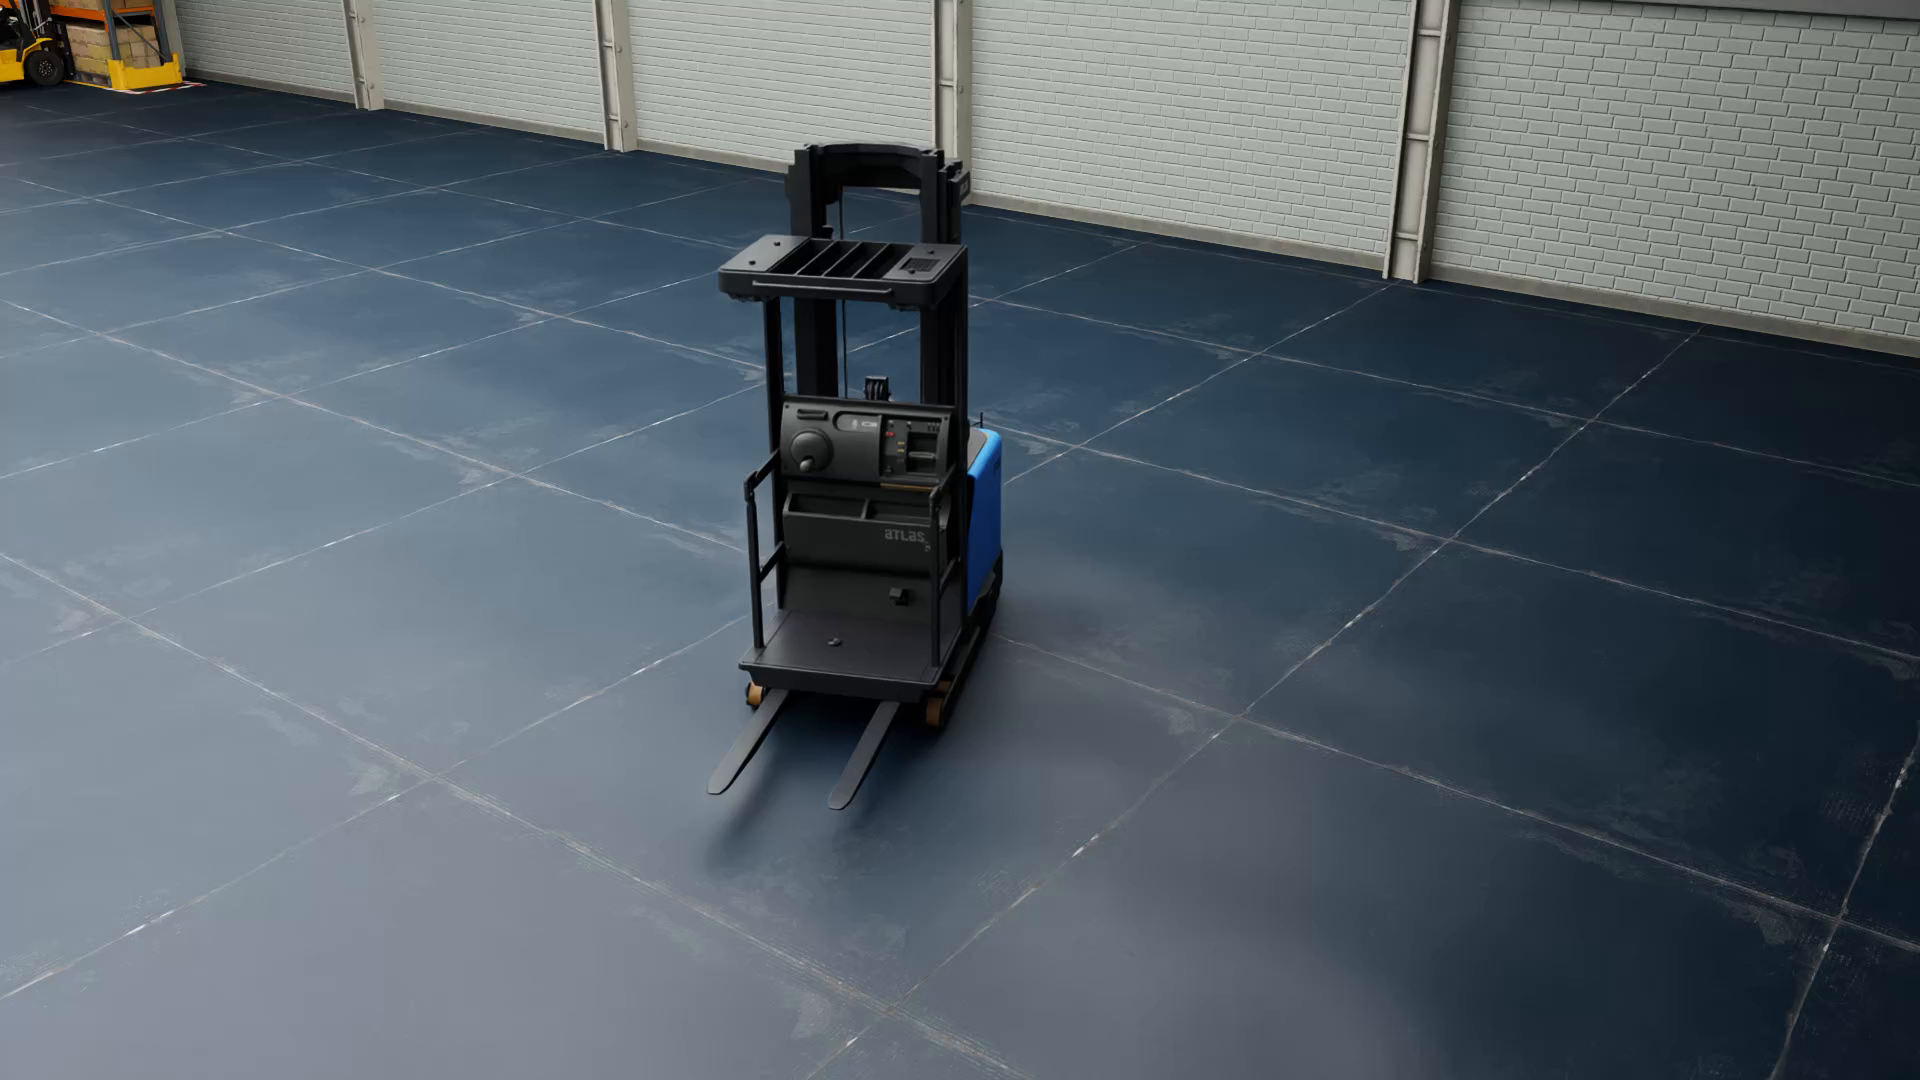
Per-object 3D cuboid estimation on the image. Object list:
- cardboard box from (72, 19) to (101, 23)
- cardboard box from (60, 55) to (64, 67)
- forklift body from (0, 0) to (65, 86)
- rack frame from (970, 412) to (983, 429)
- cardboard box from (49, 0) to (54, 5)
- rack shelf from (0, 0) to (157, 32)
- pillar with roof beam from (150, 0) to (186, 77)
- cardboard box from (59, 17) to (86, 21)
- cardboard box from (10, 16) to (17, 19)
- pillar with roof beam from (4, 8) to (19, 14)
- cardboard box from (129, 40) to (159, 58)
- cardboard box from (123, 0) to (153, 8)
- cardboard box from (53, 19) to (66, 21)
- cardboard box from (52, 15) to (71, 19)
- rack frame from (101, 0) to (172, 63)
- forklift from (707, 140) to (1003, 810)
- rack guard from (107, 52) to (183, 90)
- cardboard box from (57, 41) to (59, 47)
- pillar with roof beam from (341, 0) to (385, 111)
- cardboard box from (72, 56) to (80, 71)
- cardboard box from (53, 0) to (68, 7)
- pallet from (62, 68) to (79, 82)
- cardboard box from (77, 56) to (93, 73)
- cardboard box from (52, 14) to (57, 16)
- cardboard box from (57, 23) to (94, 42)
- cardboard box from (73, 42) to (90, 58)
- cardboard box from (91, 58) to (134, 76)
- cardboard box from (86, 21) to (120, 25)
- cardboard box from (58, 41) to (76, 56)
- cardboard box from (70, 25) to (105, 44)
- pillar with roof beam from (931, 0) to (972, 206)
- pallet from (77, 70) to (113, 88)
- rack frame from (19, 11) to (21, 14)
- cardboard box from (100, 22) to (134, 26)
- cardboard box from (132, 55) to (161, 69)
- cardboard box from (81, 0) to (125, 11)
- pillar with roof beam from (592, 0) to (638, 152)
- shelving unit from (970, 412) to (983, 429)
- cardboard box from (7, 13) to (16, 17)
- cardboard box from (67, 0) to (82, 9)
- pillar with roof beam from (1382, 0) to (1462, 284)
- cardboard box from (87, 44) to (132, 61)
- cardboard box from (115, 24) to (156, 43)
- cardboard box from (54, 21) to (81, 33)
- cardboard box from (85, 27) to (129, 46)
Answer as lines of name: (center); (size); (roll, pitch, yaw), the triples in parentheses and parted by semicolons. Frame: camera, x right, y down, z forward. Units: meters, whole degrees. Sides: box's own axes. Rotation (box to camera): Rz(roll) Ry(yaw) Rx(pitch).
cardboard box: (-15.962, -9.421, 30.562); (0.500, 0.250, 0.500); (16, 28, 32)
cardboard box: (-16.271, -8.794, 30.377); (0.500, 0.250, 0.500); (18, 29, 35)
forklift body: (-17.101, -8.964, 28.927); (1.214, 2.155, 2.313); (17, 29, 33)
rack frame: (0.075, -0.389, 11.017); (0.006, 0.900, 0.240); (17, 29, 33)
cardboard box: (-16.269, -9.933, 29.949); (0.500, 0.500, 0.500); (17, 29, 34)
rack shelf: (-16.090, -9.637, 30.294); (4.000, 0.370, 1.077); (17, 29, 33)
pillar with roof beam: (-17.088, -11.298, 25.731); (0.400, 9.000, 9.100); (17, 29, 33)
cardboard box: (-16.369, -9.540, 30.832); (0.500, 0.250, 0.500); (17, 29, 34)
cardboard box: (-17.491, -9.623, 31.019); (0.500, 0.250, 0.500); (16, 29, 33)
pillar with roof beam: (-21.889, -12.749, 29.024); (0.400, 9.000, 9.100); (17, 29, 33)
cardboard box: (-14.741, -8.826, 29.830); (0.500, 0.250, 0.500); (17, 29, 34)
cardboard box: (-14.719, -9.738, 29.506); (0.500, 0.500, 0.500); (18, 29, 35)
cardboard box: (-16.683, -9.379, 30.467); (0.500, 0.250, 0.500); (18, 29, 35)
cardboard box: (-16.766, -9.667, 31.119); (0.500, 0.250, 0.500); (16, 29, 33)
rack frame: (-14.489, -9.482, 29.051); (0.127, 3.000, 1.000); (17, 29, 33)
forklift: (-0.554, -0.494, 8.737); (1.130, 2.935, 3.031); (5, 24, 11)
rack guard: (-14.470, -8.333, 29.542); (0.348, 0.500, 1.175); (17, 29, 33)
cardboard box: (-16.285, -9.027, 30.287); (0.500, 0.250, 0.500); (17, 29, 33)
pillar with roof beam: (-12.287, -9.847, 22.438); (0.400, 9.000, 9.100); (17, 29, 33)
cardboard box: (-15.842, -8.675, 30.108); (0.500, 0.250, 0.500); (17, 29, 34)
cardboard box: (-15.860, -9.815, 29.681); (0.500, 0.500, 0.500); (16, 29, 32)
pallet: (-16.098, -8.673, 30.672); (1.213, 0.211, 1.003); (17, 29, 33)
cardboard box: (-15.447, -8.551, 29.827); (0.500, 0.250, 0.500); (17, 29, 33)
cardboard box: (-17.180, -9.785, 31.386); (0.500, 0.250, 0.500); (17, 29, 34)
cardboard box: (-15.867, -9.125, 29.889); (0.500, 0.250, 0.500); (17, 29, 34)
cardboard box: (-15.461, -8.787, 29.741); (0.500, 0.250, 0.500); (16, 29, 33)
cardboard box: (-15.055, -8.428, 29.547); (0.500, 0.250, 0.500); (17, 29, 34)
cardboard box: (-15.556, -9.295, 30.276); (0.500, 0.250, 0.500); (17, 29, 33)
cardboard box: (-15.887, -8.905, 30.009); (0.500, 0.250, 0.500); (16, 28, 32)
cardboard box: (-15.457, -9.006, 29.620); (0.500, 0.250, 0.500); (17, 29, 34)
pillar with roof beam: (-2.684, -6.945, 15.852); (0.400, 9.000, 9.100); (17, 29, 33)
pallet: (-15.126, -8.378, 30.002); (1.213, 0.211, 1.003); (17, 29, 33)
rack frame: (-17.690, -10.450, 31.247); (0.127, 3.000, 1.000); (17, 29, 33)
cardboard box: (-15.162, -9.171, 29.993); (0.500, 0.250, 0.500); (17, 29, 33)
cardboard box: (-14.765, -8.598, 29.934); (0.500, 0.250, 0.500); (17, 29, 34)
cardboard box: (-15.040, -9.562, 29.109); (0.500, 0.500, 0.500); (16, 28, 32)
pillar with roof beam: (-7.485, -8.396, 19.145); (0.400, 9.000, 9.100); (17, 29, 33)
shelving unit: (-0.006, -0.414, 11.073); (0.210, 0.900, 0.258); (17, 29, 33)
cardboard box: (-18.730, -9.868, 32.350); (0.625, 0.625, 0.875); (16, 29, 33)
cardboard box: (-15.450, -9.691, 29.400); (0.500, 0.500, 0.500); (18, 29, 35)
pillar with roof beam: (2.117, -5.494, 12.559); (0.400, 9.000, 9.100); (17, 29, 33)
cardboard box: (-15.066, -8.662, 29.458); (0.500, 0.250, 0.500); (16, 29, 33)
cardboard box: (-14.760, -9.051, 29.722); (0.500, 0.250, 0.500); (16, 29, 33)
cardboard box: (-16.267, -9.250, 30.173); (0.500, 0.250, 0.500); (16, 28, 32)
cardboard box: (-15.045, -8.885, 29.344); (0.500, 0.250, 0.500); (18, 29, 35)
